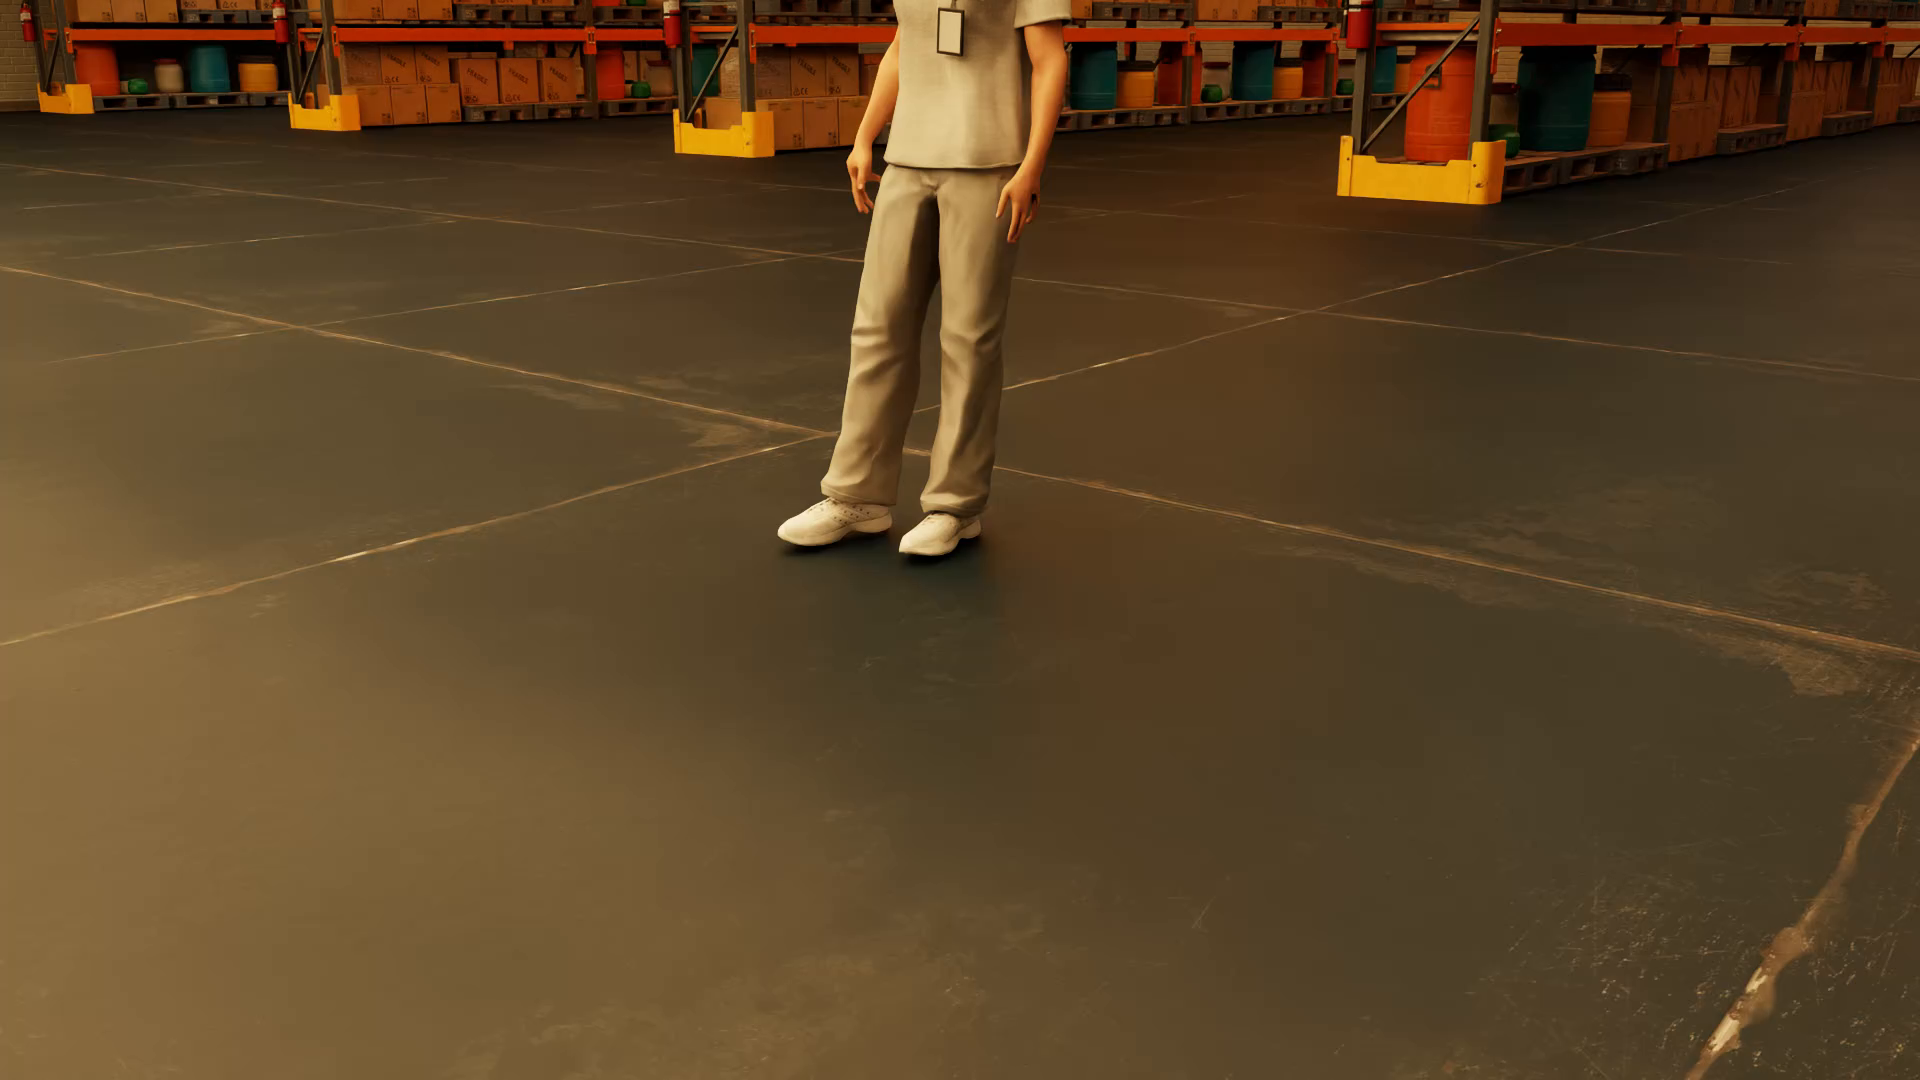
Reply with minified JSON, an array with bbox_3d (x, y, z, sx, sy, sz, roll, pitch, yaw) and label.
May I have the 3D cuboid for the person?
[{"bbox_3d":[-0.057,-0.795,3.650,0.549,1.675,0.549,13,21,37],"label":"person"}]
